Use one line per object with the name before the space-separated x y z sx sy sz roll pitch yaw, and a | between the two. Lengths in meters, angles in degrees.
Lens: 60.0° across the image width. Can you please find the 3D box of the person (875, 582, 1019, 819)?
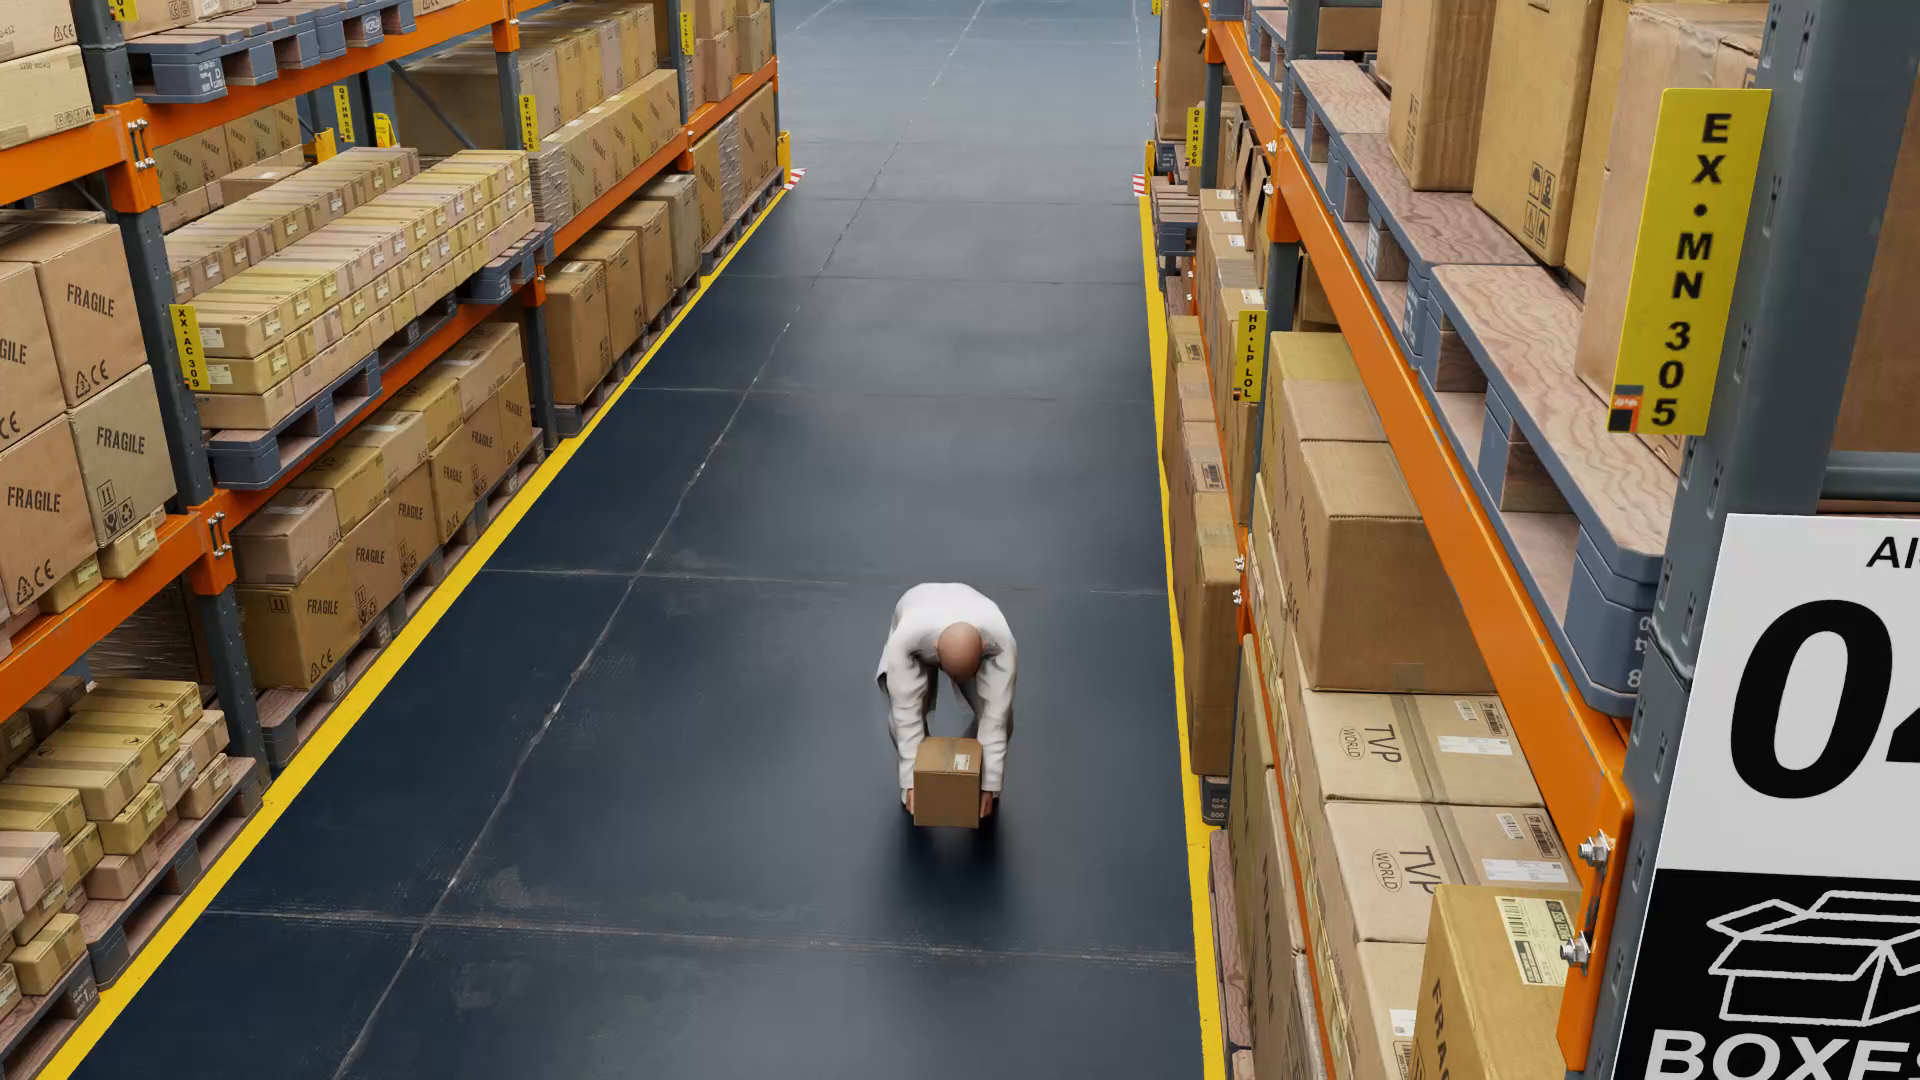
person | -0.046 0.646 6.673 0.587 0.969 0.954 -1 24 -3
